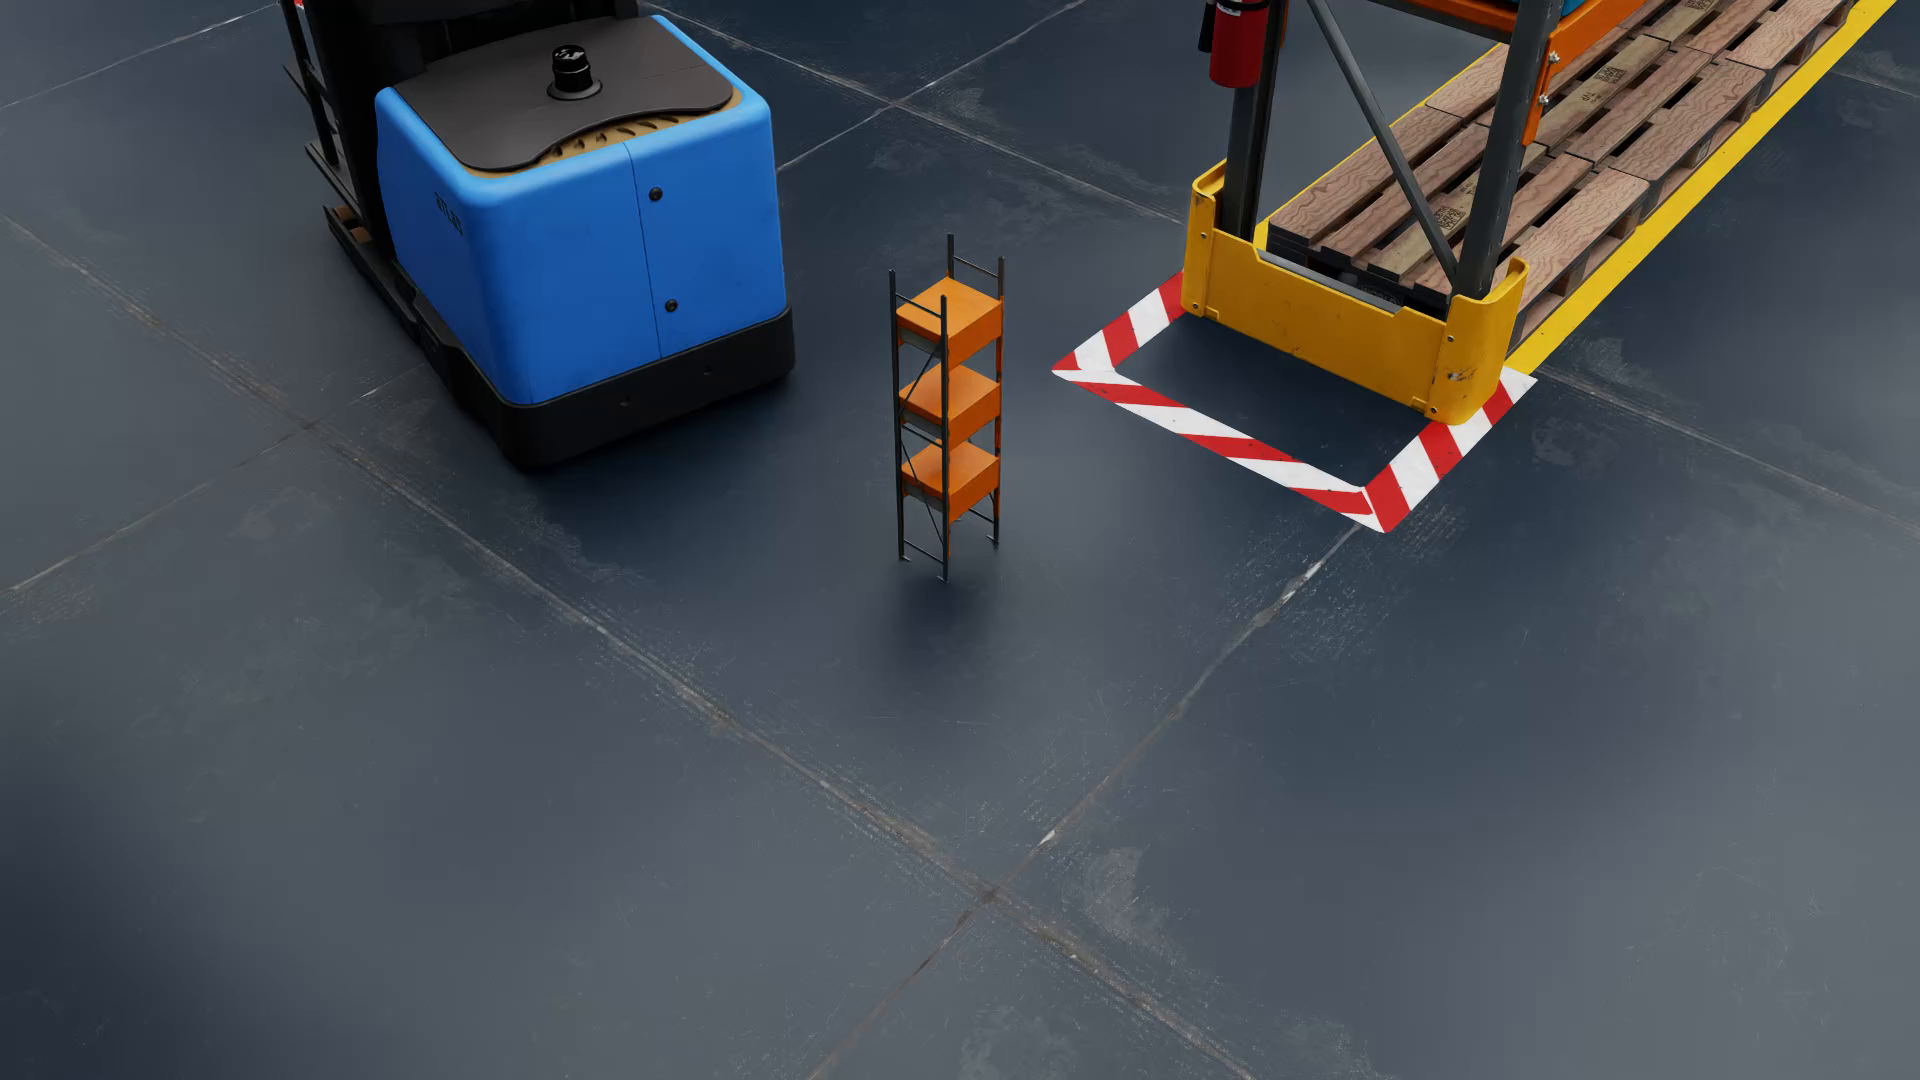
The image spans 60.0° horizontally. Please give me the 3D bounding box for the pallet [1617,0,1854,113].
[{"bbox_3d":[3.491,-2.474,7.814,1.003,0.211,1.213,29,50,28],"label":"pallet"}]

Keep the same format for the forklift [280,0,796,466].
[{"bbox_3d":[-1.813,-2.286,5.585,1.130,2.935,3.031,-24,48,-24],"label":"forklift"}]

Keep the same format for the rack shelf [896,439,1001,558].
[{"bbox_3d":[-0.034,-0.147,5.061,0.215,0.259,0.240,29,50,28],"label":"rack shelf"}]

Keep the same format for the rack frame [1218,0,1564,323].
[{"bbox_3d":[1.360,-1.841,5.045,1.000,3.000,0.127,29,50,28],"label":"rack frame"}]

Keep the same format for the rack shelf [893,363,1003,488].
[{"bbox_3d":[-0.034,-0.353,4.874,0.215,0.259,0.240,29,50,28],"label":"rack shelf"}]

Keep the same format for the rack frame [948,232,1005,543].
[{"bbox_3d":[0.044,-0.424,4.936,0.200,1.050,0.008,29,50,28],"label":"rack frame"}]

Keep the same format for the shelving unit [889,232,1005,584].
[{"bbox_3d":[-0.034,-0.361,4.867,0.215,1.050,0.252,29,50,28],"label":"shelving unit"}]

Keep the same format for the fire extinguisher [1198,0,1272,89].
[{"bbox_3d":[0.915,-1.794,5.328,0.296,0.674,0.183,29,50,28],"label":"fire extinguisher"}]

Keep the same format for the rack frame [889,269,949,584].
[{"bbox_3d":[-0.113,-0.298,4.797,0.200,1.050,0.008,29,50,28],"label":"rack frame"}]

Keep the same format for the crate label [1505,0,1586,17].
[{"bbox_3d":[1.771,-1.786,5.064,0.416,0.233,0.303,29,50,28],"label":"crate label"}]

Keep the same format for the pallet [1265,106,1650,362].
[{"bbox_3d":[1.921,-1.217,6.432,1.003,0.211,1.213,29,50,28],"label":"pallet"}]

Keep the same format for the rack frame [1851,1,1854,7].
[{"bbox_3d":[3.935,-3.901,7.310,1.000,3.000,0.127,29,50,28],"label":"rack frame"}]

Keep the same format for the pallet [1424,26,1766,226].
[{"bbox_3d":[2.706,-1.843,7.120,1.003,0.211,1.213,29,50,28],"label":"pallet"}]

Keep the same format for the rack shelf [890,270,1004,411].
[{"bbox_3d":[-0.034,-0.563,4.683,0.215,0.259,0.240,29,50,28],"label":"rack shelf"}]

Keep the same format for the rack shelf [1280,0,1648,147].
[{"bbox_3d":[2.647,-2.605,6.420,1.077,0.370,4.000,29,50,28],"label":"rack shelf"}]

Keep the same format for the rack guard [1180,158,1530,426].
[{"bbox_3d":[1.355,-0.898,5.866,1.175,0.500,0.348,29,50,28],"label":"rack guard"}]
